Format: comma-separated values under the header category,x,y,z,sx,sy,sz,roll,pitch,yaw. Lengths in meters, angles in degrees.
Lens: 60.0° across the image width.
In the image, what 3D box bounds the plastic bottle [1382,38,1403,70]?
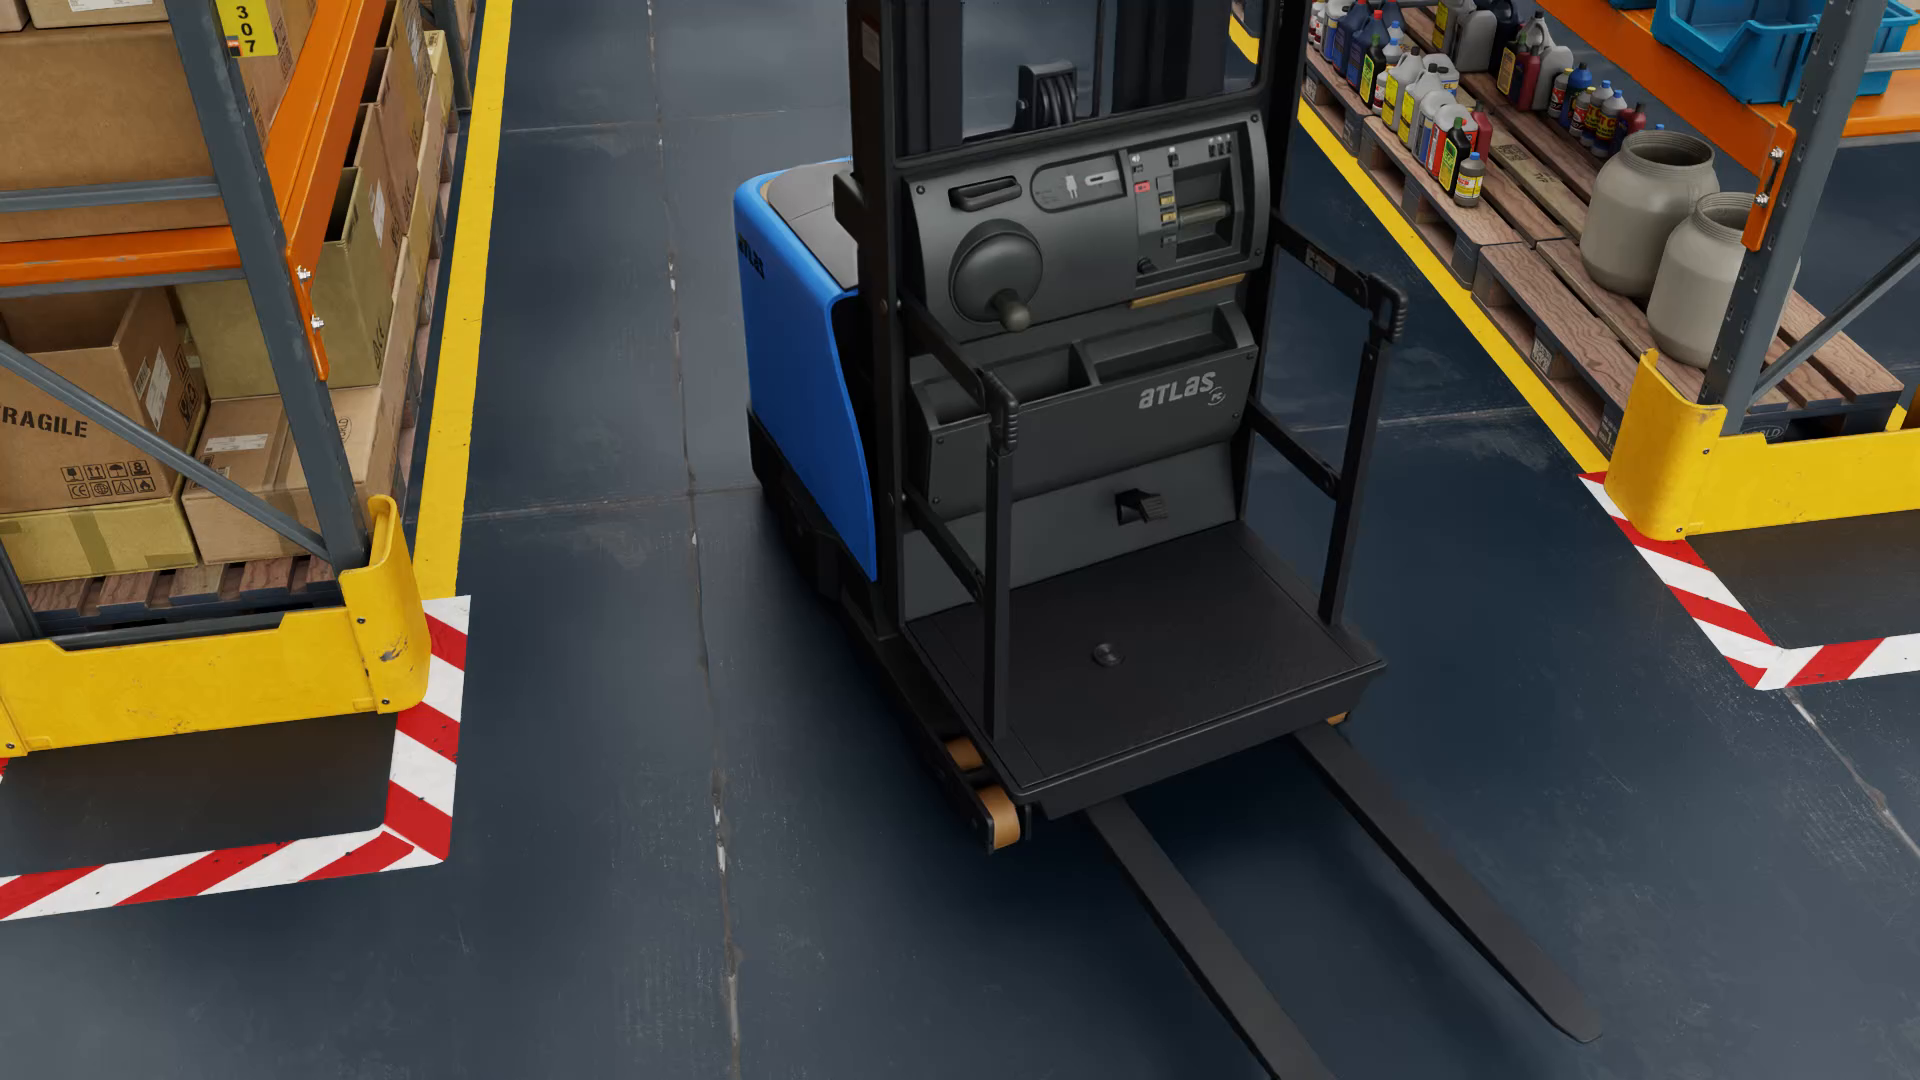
category,x,y,z,sx,sy,sz,roll,pitch,yaw
plastic bottle,1.898,-2.082,7.351,0.097,0.271,0.097,0,38,0

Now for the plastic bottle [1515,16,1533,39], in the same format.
category,x,y,z,sx,sy,sz,roll,pitch,yaw
plastic bottle,2.569,-2.250,7.557,0.061,0.283,0.133,-4,38,-5

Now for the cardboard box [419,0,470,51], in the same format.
category,x,y,z,sx,sy,sz,roll,pitch,yaw
cardboard box,-2.635,-2.537,7.969,0.500,0.250,0.500,-7,38,-9

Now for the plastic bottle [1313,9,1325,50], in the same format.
category,x,y,z,sx,sy,sz,roll,pitch,yaw
plastic bottle,1.729,-2.423,7.847,0.097,0.201,0.097,0,38,0

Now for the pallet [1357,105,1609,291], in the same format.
category,x,y,z,sx,sy,sz,roll,pitch,yaw
pallet,2.363,-1.467,6.967,1.003,0.211,1.213,-6,38,-8

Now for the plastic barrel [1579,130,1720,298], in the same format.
category,x,y,z,sx,sy,sz,roll,pitch,yaw
plastic barrel,2.492,-1.176,6.005,0.421,0.512,0.421,0,38,0

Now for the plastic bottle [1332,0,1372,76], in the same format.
category,x,y,z,sx,sy,sz,roll,pitch,yaw
plastic bottle,1.802,-2.313,7.582,0.144,0.351,0.185,-5,38,-7

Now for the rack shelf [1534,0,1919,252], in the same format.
category,x,y,z,sx,sy,sz,roll,pitch,yaw
rack shelf,2.420,-2.225,6.255,1.077,0.370,4.000,-6,38,-8

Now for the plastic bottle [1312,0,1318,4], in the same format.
category,x,y,z,sx,sy,sz,roll,pitch,yaw
plastic bottle,1.693,-2.574,7.983,0.097,0.271,0.097,0,38,0

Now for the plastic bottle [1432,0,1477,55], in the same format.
category,x,y,z,sx,sy,sz,roll,pitch,yaw
plastic bottle,2.324,-2.471,7.786,0.144,0.351,0.185,-6,38,-8

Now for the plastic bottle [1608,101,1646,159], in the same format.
category,x,y,z,sx,sy,sz,roll,pitch,yaw
plastic bottle,2.738,-1.669,6.809,0.061,0.283,0.133,-6,38,-7

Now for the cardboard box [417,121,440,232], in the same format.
category,x,y,z,sx,sy,sz,roll,pitch,yaw
cardboard box,-2.332,-1.406,6.514,0.500,0.250,0.500,-6,38,-8

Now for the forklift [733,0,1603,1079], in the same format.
category,x,y,z,sx,sy,sz,roll,pitch,yaw
forklift,1.246,-2.304,5.201,4.498,3.703,6.186,-16,41,-20

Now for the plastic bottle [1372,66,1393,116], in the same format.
category,x,y,z,sx,sy,sz,roll,pitch,yaw
plastic bottle,1.862,-1.966,7.258,0.097,0.201,0.097,0,38,0

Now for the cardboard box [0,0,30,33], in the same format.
category,x,y,z,sx,sy,sz,roll,pitch,yaw
cardboard box,-2.362,-1.276,3.838,0.380,0.149,0.250,-7,38,-9

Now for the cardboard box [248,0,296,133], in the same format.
category,x,y,z,sx,sy,sz,roll,pitch,yaw
cardboard box,-2.273,-1.410,4.538,0.700,0.500,0.500,-5,38,-7

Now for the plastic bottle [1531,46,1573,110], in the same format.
category,x,y,z,sx,sy,sz,roll,pitch,yaw
plastic bottle,2.581,-2.048,7.302,0.152,0.276,0.135,-6,38,-7

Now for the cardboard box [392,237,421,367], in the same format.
category,x,y,z,sx,sy,sz,roll,pitch,yaw
cardboard box,-2.160,-0.802,5.736,0.500,0.250,0.500,-6,38,-8

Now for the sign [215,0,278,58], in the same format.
category,x,y,z,sx,sy,sz,roll,pitch,yaw
sign,-1.559,-1.200,3.579,0.100,0.325,0.005,-6,38,-8

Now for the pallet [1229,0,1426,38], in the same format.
category,x,y,z,sx,sy,sz,roll,pitch,yaw
pallet,1.893,-3.086,9.050,1.003,0.211,1.213,-6,38,-8

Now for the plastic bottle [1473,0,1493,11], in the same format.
category,x,y,z,sx,sy,sz,roll,pitch,yaw
plastic bottle,2.466,-2.487,7.806,0.144,0.351,0.185,-7,38,-9

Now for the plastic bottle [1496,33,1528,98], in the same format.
category,x,y,z,sx,sy,sz,roll,pitch,yaw
plastic bottle,2.460,-2.123,7.393,0.061,0.283,0.133,-6,38,-8

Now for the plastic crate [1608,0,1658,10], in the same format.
category,x,y,z,sx,sy,sz,roll,pitch,yaw
plastic crate,2.280,-1.905,5.379,0.499,0.251,0.408,-6,38,-8

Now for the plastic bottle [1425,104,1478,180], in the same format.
category,x,y,z,sx,sy,sz,roll,pitch,yaw
plastic bottle,2.000,-1.616,6.747,0.152,0.276,0.135,-6,38,-8

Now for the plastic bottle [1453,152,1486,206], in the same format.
category,x,y,z,sx,sy,sz,roll,pitch,yaw
plastic bottle,2.017,-1.432,6.570,0.097,0.201,0.097,0,38,0

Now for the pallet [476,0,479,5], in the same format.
category,x,y,z,sx,sy,sz,roll,pitch,yaw
pallet,-3.193,-3.265,9.280,1.003,0.211,1.213,-6,38,-8

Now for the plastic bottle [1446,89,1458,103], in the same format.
category,x,y,z,sx,sy,sz,roll,pitch,yaw
plastic bottle,2.053,-1.810,7.057,0.097,0.201,0.097,0,38,0

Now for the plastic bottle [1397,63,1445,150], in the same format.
category,x,y,z,sx,sy,sz,roll,pitch,yaw
plastic bottle,1.942,-1.829,6.960,0.144,0.351,0.185,-5,38,-6

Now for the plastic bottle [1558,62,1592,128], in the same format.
category,x,y,z,sx,sy,sz,roll,pitch,yaw
plastic bottle,2.646,-1.916,7.136,0.097,0.271,0.097,0,38,0

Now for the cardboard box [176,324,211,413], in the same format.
category,x,y,z,sx,sy,sz,roll,pitch,yaw
cardboard box,-2.591,-0.443,5.275,0.500,0.250,0.500,-6,38,-8

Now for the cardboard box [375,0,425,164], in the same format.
category,x,y,z,sx,sy,sz,roll,pitch,yaw
cardboard box,-2.344,-1.701,6.283,0.500,0.500,0.500,-6,38,-8

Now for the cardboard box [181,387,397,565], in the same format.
category,x,y,z,sx,sy,sz,roll,pitch,yaw
cardboard box,-1.982,-0.198,4.959,0.500,0.250,0.500,-6,38,-8

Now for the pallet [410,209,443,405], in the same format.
category,x,y,z,sx,sy,sz,roll,pitch,yaw
pallet,-2.493,-0.862,6.188,1.003,0.211,1.213,-6,38,-8

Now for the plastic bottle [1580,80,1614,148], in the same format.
category,x,y,z,sx,sy,sz,roll,pitch,yaw
plastic bottle,2.682,-1.793,6.979,0.097,0.271,0.097,0,38,0

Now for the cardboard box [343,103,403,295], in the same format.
category,x,y,z,sx,sy,sz,roll,pitch,yaw
cardboard box,-2.172,-1.097,5.505,0.500,0.500,0.500,-6,38,-8

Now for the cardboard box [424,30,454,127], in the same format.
category,x,y,z,sx,sy,sz,roll,pitch,yaw
cardboard box,-2.512,-2.010,7.291,0.500,0.250,0.500,-6,38,-8

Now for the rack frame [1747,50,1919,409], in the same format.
category,x,y,z,sx,sy,sz,roll,pitch,yaw
rack frame,2.774,-1.301,4.480,0.949,2.616,0.053,-6,38,-8

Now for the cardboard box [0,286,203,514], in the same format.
category,x,y,z,sx,sy,sz,roll,pitch,yaw
cardboard box,-2.494,-0.439,4.657,0.500,0.500,0.500,-6,38,-8

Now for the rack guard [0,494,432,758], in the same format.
category,x,y,z,sx,sy,sz,roll,pitch,yaw
rack guard,-2.103,0.231,4.545,1.175,0.500,0.348,-6,38,-8

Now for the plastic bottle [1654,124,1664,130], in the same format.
category,x,y,z,sx,sy,sz,roll,pitch,yaw
plastic bottle,2.759,-1.526,6.634,0.097,0.271,0.097,0,38,0
